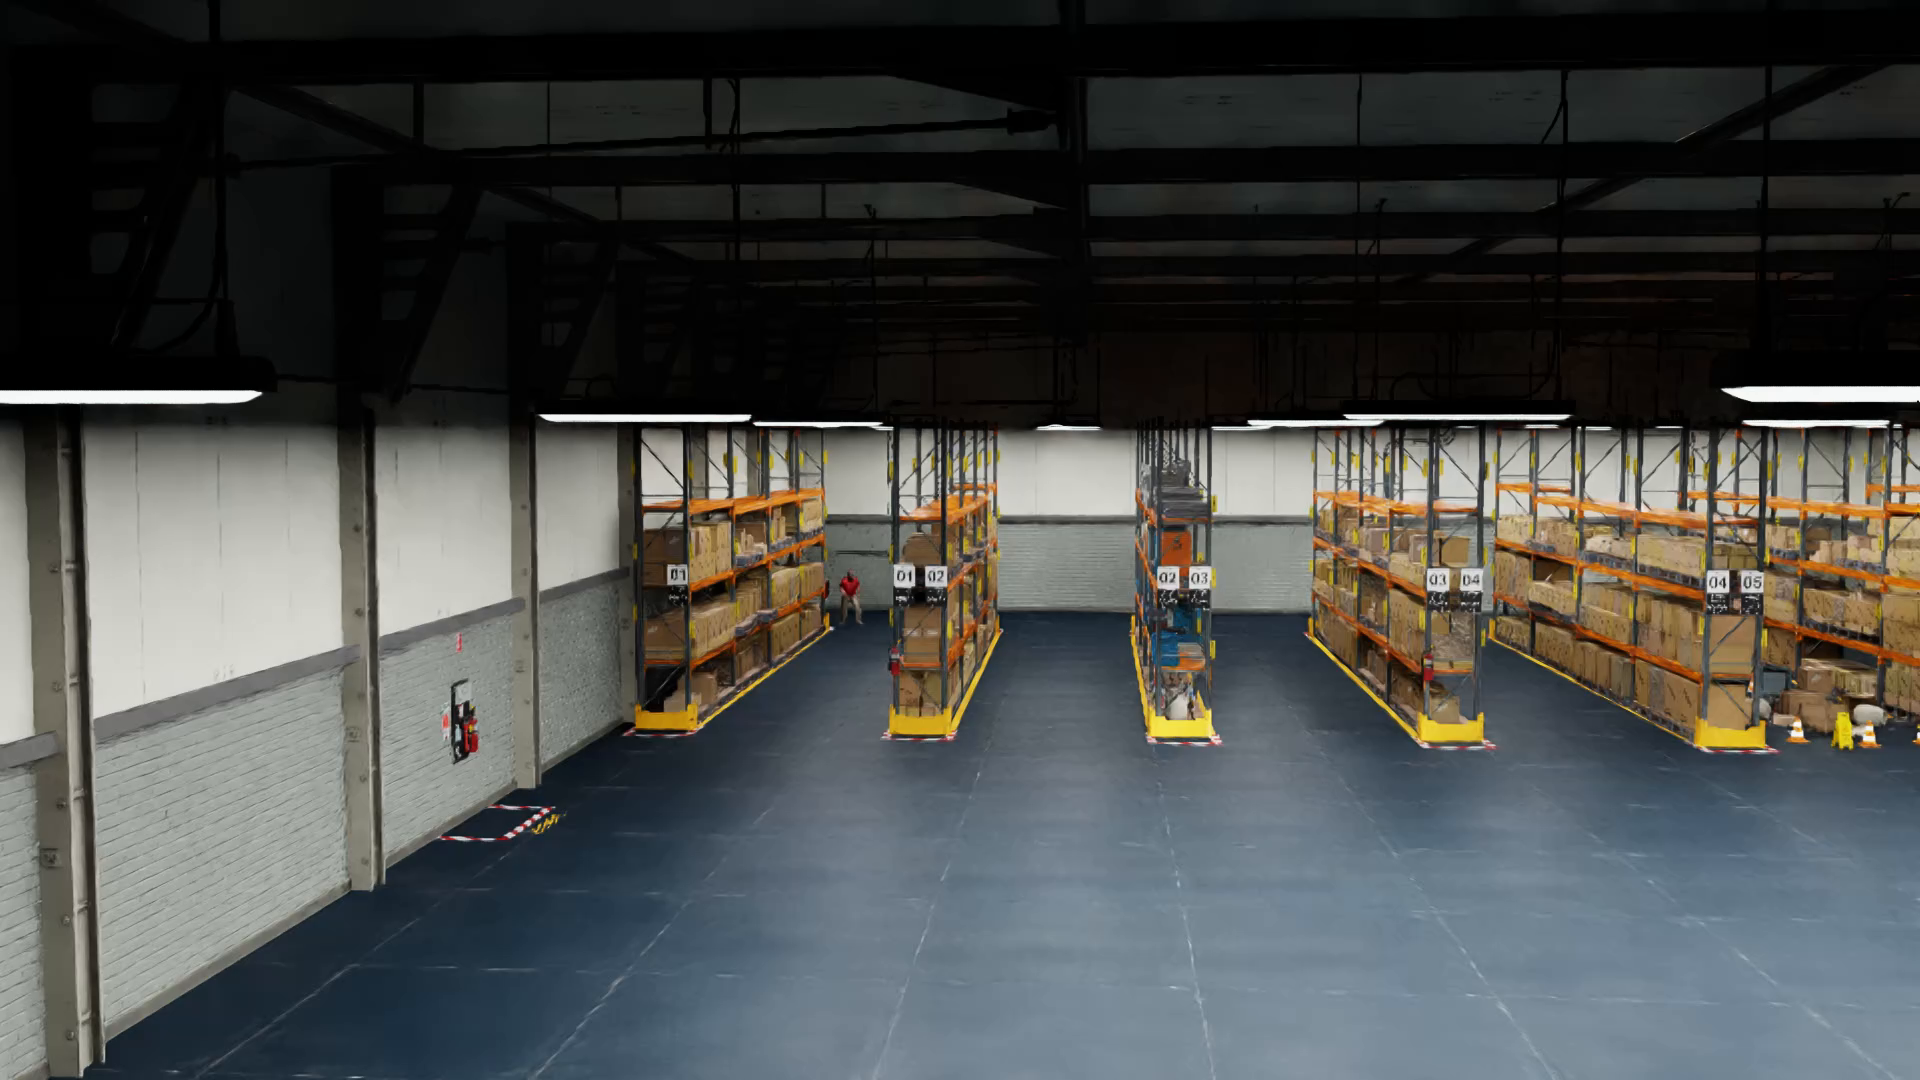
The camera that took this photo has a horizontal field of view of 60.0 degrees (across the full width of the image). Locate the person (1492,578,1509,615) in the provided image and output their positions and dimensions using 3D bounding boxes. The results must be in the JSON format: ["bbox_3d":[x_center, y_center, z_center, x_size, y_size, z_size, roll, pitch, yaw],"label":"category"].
[{"bbox_3d":[16.321,1.608,50.083,0.613,1.719,0.972,2,4,27],"label":"person"}]

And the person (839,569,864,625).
[{"bbox_3d":[-3.235,1.680,49.120,0.693,1.667,0.808,-1,4,-15],"label":"person"}]
